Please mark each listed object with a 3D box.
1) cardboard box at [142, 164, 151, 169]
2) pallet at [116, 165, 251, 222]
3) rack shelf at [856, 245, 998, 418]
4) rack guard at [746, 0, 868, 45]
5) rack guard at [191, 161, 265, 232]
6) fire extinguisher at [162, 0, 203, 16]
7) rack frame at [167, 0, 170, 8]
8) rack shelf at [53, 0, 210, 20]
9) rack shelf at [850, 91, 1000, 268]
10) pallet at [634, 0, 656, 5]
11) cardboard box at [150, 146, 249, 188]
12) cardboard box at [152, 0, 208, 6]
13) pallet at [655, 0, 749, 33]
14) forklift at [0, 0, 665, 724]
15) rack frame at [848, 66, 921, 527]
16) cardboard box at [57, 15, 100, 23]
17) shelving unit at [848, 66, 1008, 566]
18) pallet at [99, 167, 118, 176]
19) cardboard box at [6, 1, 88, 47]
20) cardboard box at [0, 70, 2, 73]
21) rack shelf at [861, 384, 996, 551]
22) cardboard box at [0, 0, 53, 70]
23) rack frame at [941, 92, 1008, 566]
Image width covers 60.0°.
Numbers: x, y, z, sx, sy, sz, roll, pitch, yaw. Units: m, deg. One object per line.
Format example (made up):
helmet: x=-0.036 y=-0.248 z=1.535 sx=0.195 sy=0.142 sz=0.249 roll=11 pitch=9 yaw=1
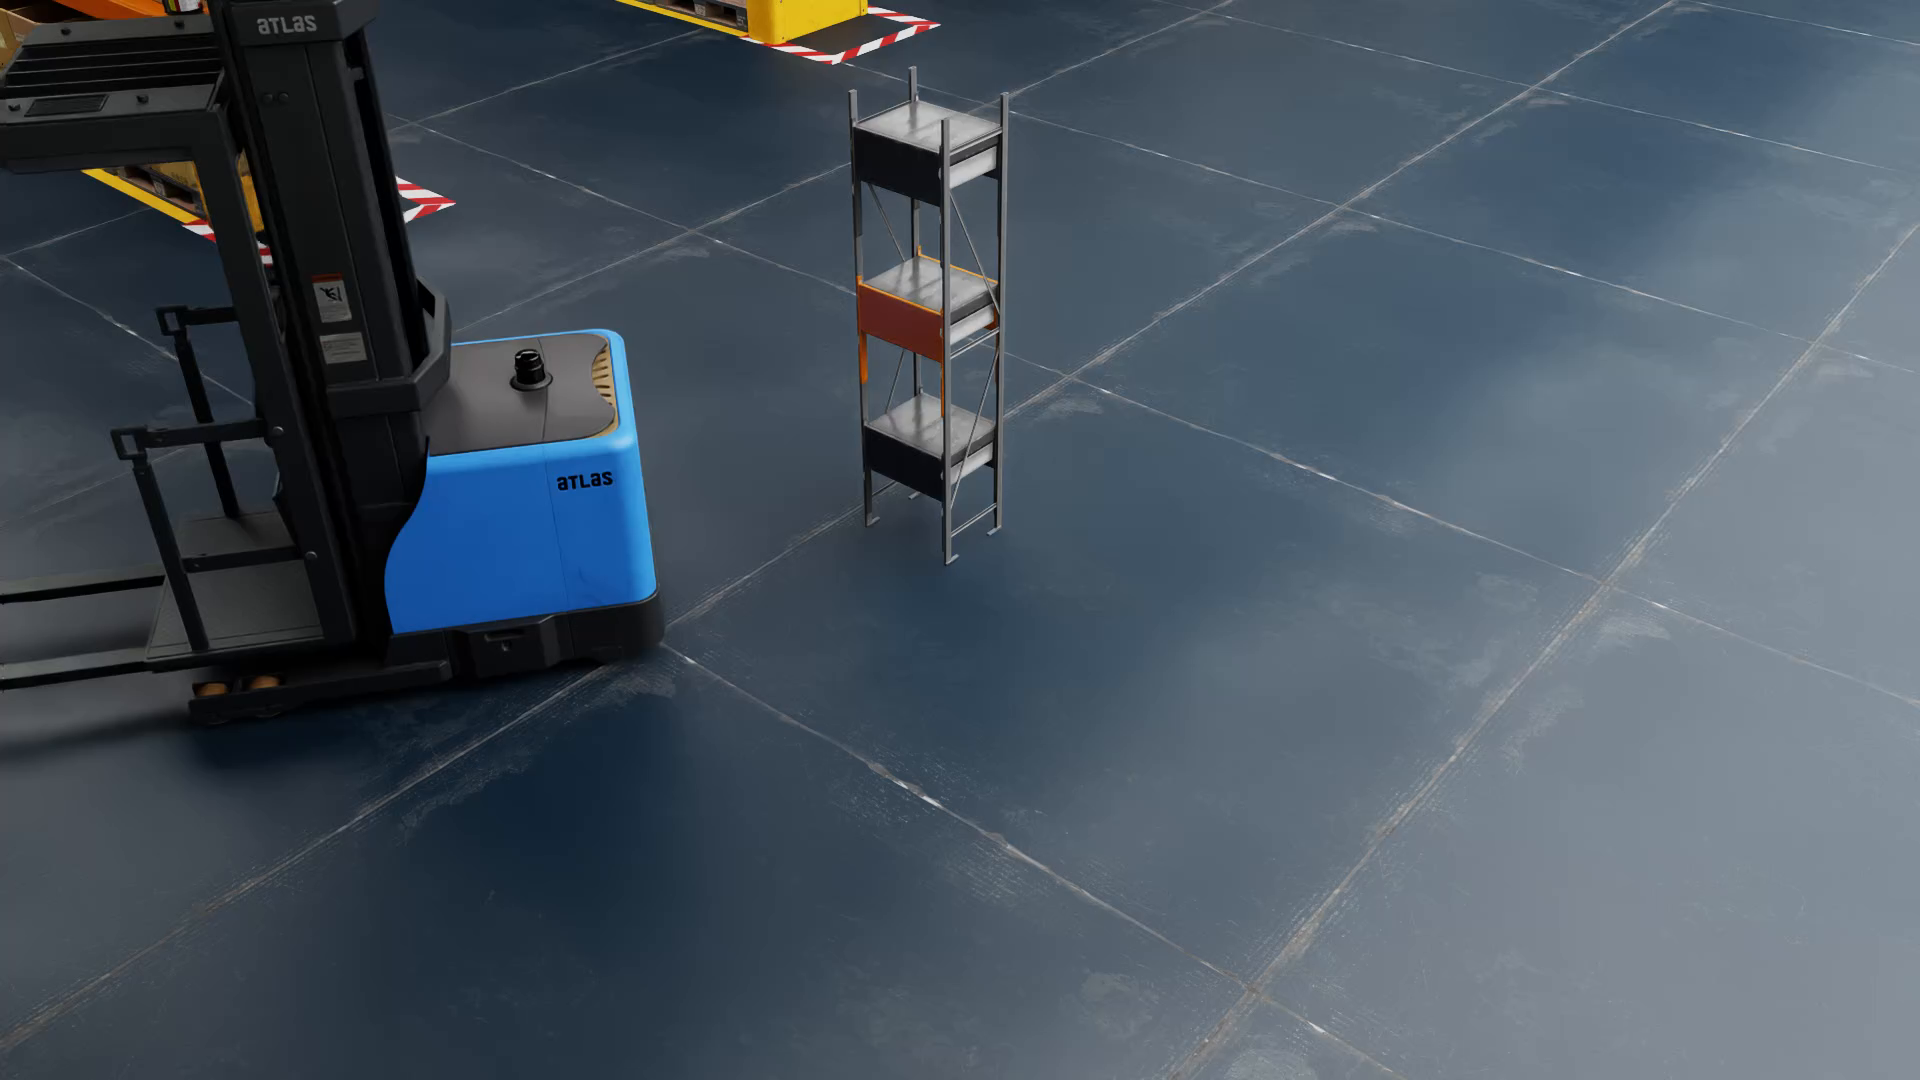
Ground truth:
cardboard box: x=-5.356 y=-2.733 z=11.138 sx=0.500 sy=0.250 sz=0.500 roll=25 pitch=42 yaw=32
pallet: x=-4.977 y=-2.561 z=11.293 sx=1.213 sy=0.211 sz=1.003 roll=25 pitch=42 yaw=32
rack shelf: x=-0.127 y=-0.914 z=7.251 sx=0.480 sy=0.518 sz=0.431 roll=25 pitch=42 yaw=32
rack guard: x=-1.279 y=-4.582 z=13.981 sx=0.348 sy=0.500 sz=1.175 roll=25 pitch=42 yaw=32
rack guard: x=-4.344 y=-2.413 z=10.822 sx=0.348 sy=0.500 sz=1.175 roll=25 pitch=42 yaw=32
fire extinguisher: x=-4.569 y=-3.175 z=9.792 sx=0.183 sy=0.674 sz=0.296 roll=25 pitch=42 yaw=32
rack frame: x=-4.362 y=-3.452 z=10.127 sx=0.127 sy=3.000 sz=1.000 roll=25 pitch=42 yaw=32
rack shelf: x=-5.899 y=-3.880 z=11.386 sx=4.000 sy=0.370 sz=1.077 roll=25 pitch=42 yaw=32
rack shelf: x=-0.127 y=-1.491 z=6.854 sx=0.480 sy=0.518 sz=0.431 roll=25 pitch=42 yaw=32
pallet: x=-2.833 y=-5.202 z=15.138 sx=1.213 sy=0.211 sz=1.003 roll=25 pitch=42 yaw=32
cardboard box: x=-4.964 y=-2.557 z=10.882 sx=0.500 sy=0.250 sz=0.500 roll=25 pitch=42 yaw=32
cardboard box: x=-4.713 y=-3.668 z=10.353 sx=0.500 sy=0.500 sz=0.700 roll=25 pitch=42 yaw=32
pallet: x=-1.900 y=-4.760 z=14.495 sx=1.213 sy=0.211 sz=1.003 roll=25 pitch=42 yaw=32
forklift: x=-2.822 y=-0.798 z=6.323 sx=3.031 sy=2.935 sz=1.130 roll=-8 pitch=35 yaw=-11
rack frame: x=-0.315 y=-1.014 z=7.372 sx=0.015 sy=2.100 sz=0.400 roll=25 pitch=42 yaw=32
cardboard box: x=-5.743 y=-3.221 z=11.187 sx=0.500 sy=0.500 sz=0.500 roll=25 pitch=42 yaw=32
shelving unit: x=-0.127 y=-0.926 z=7.243 sx=0.503 sy=2.100 sz=0.431 roll=25 pitch=42 yaw=32
pallet: x=-5.910 y=-3.003 z=11.937 sx=1.213 sy=0.211 sz=1.003 roll=25 pitch=42 yaw=32
cardboard box: x=-6.126 y=-3.403 z=11.451 sx=0.500 sy=0.500 sz=0.500 roll=25 pitch=42 yaw=32
cardboard box: x=-6.512 y=-3.274 z=11.926 sx=0.500 sy=0.250 sz=0.500 roll=25 pitch=42 yaw=32
rack shelf: x=-0.127 y=-0.337 z=7.647 sx=0.480 sy=0.518 sz=0.431 roll=25 pitch=42 yaw=32
cardboard box: x=-6.512 y=-3.583 z=11.714 sx=0.500 sy=0.500 sz=0.500 roll=25 pitch=42 yaw=32
rack frame: x=0.060 y=-0.837 z=7.114 sx=0.015 sy=2.100 sz=0.400 roll=25 pitch=42 yaw=32
